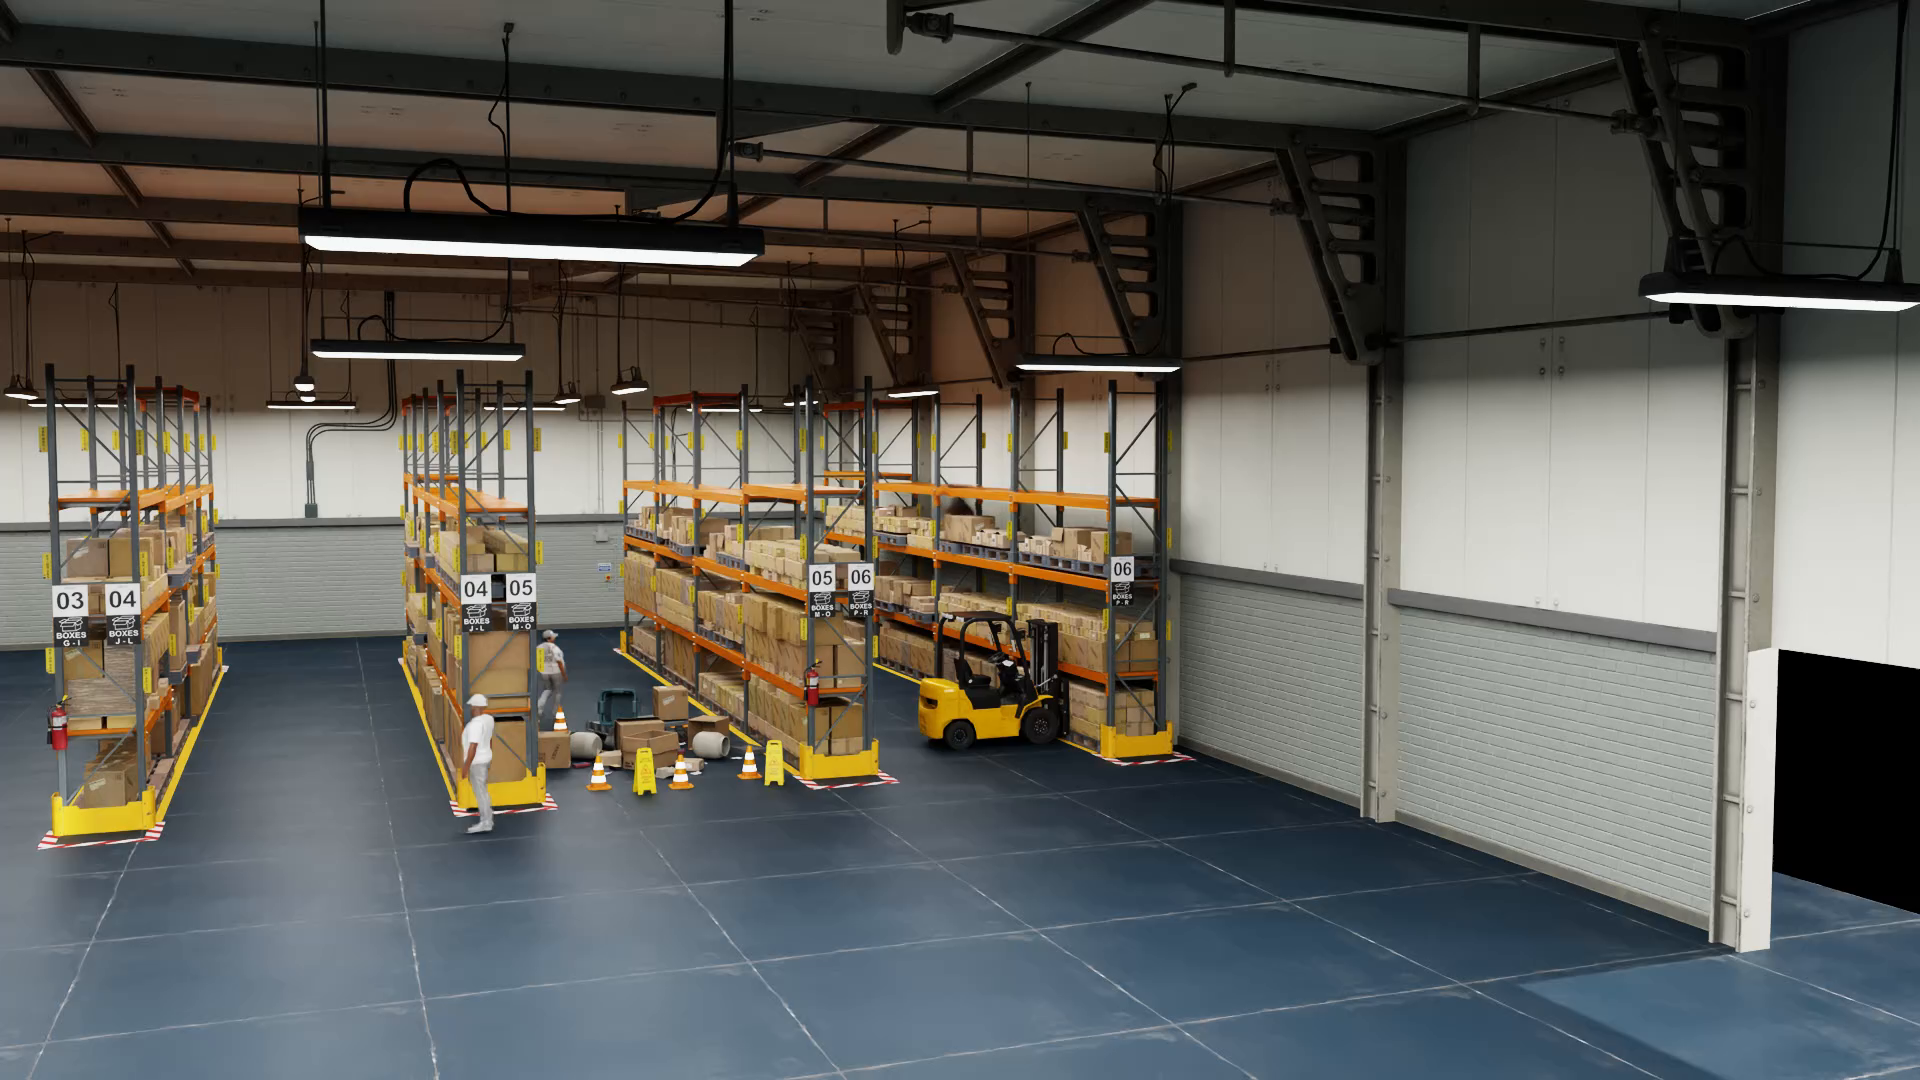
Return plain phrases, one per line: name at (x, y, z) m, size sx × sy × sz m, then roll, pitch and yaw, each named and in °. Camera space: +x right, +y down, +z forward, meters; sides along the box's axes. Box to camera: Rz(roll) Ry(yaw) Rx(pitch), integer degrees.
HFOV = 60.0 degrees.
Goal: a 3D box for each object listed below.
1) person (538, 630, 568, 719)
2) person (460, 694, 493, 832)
person at (-7.354, 2.429, 30.092) m, size 0.562 × 1.639 × 0.547 m, roll 1°, pitch 3°, yaw 17°
person at (-6.198, 2.873, 21.391) m, size 0.365 × 1.788 × 0.636 m, roll 0°, pitch 3°, yaw -2°
